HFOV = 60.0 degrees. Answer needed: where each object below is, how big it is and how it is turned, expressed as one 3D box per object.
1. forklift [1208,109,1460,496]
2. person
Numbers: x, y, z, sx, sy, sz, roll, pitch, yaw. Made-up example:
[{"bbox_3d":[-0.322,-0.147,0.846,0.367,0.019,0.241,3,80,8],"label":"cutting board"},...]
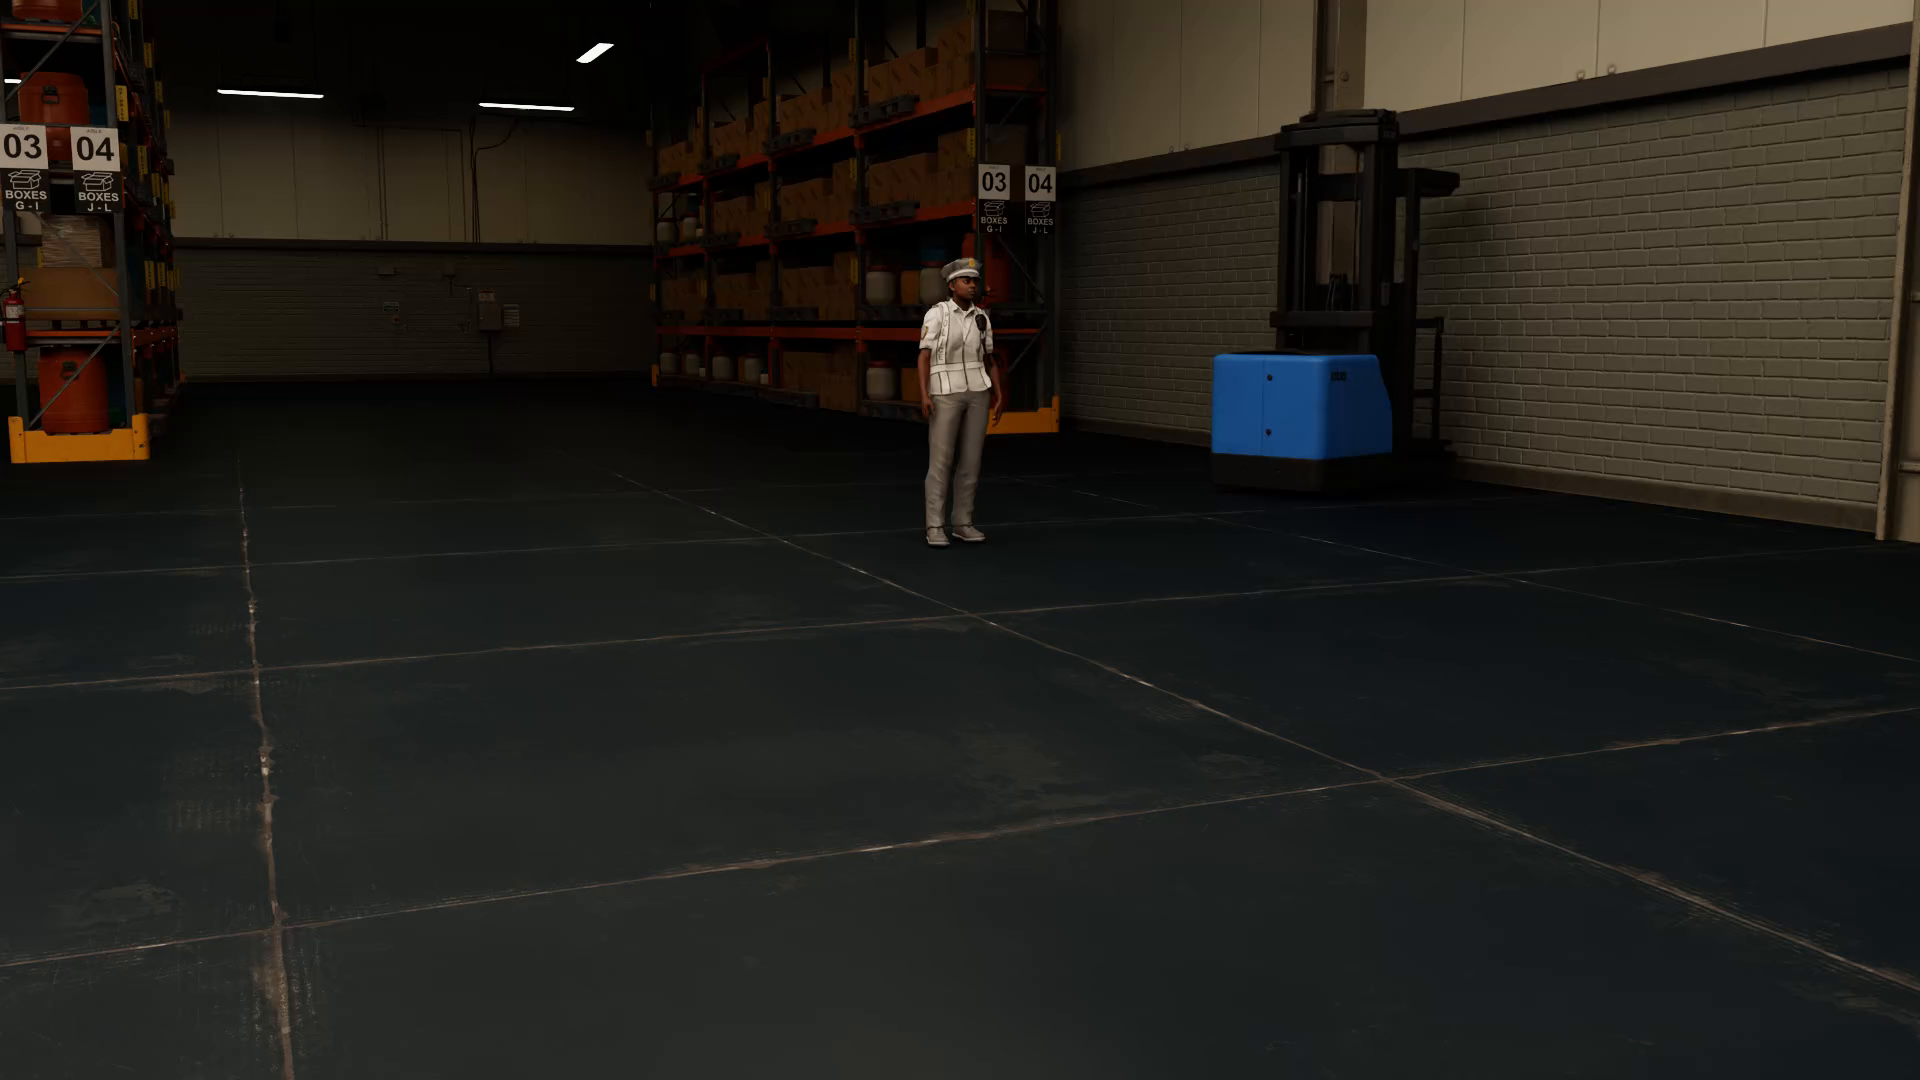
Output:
[{"bbox_3d":[3.316,-1.920,13.505,1.130,2.935,3.031,7,10,43],"label":"forklift"},{"bbox_3d":[0.012,-0.837,9.966,0.569,1.695,0.528,-3,8,-23],"label":"person"}]
